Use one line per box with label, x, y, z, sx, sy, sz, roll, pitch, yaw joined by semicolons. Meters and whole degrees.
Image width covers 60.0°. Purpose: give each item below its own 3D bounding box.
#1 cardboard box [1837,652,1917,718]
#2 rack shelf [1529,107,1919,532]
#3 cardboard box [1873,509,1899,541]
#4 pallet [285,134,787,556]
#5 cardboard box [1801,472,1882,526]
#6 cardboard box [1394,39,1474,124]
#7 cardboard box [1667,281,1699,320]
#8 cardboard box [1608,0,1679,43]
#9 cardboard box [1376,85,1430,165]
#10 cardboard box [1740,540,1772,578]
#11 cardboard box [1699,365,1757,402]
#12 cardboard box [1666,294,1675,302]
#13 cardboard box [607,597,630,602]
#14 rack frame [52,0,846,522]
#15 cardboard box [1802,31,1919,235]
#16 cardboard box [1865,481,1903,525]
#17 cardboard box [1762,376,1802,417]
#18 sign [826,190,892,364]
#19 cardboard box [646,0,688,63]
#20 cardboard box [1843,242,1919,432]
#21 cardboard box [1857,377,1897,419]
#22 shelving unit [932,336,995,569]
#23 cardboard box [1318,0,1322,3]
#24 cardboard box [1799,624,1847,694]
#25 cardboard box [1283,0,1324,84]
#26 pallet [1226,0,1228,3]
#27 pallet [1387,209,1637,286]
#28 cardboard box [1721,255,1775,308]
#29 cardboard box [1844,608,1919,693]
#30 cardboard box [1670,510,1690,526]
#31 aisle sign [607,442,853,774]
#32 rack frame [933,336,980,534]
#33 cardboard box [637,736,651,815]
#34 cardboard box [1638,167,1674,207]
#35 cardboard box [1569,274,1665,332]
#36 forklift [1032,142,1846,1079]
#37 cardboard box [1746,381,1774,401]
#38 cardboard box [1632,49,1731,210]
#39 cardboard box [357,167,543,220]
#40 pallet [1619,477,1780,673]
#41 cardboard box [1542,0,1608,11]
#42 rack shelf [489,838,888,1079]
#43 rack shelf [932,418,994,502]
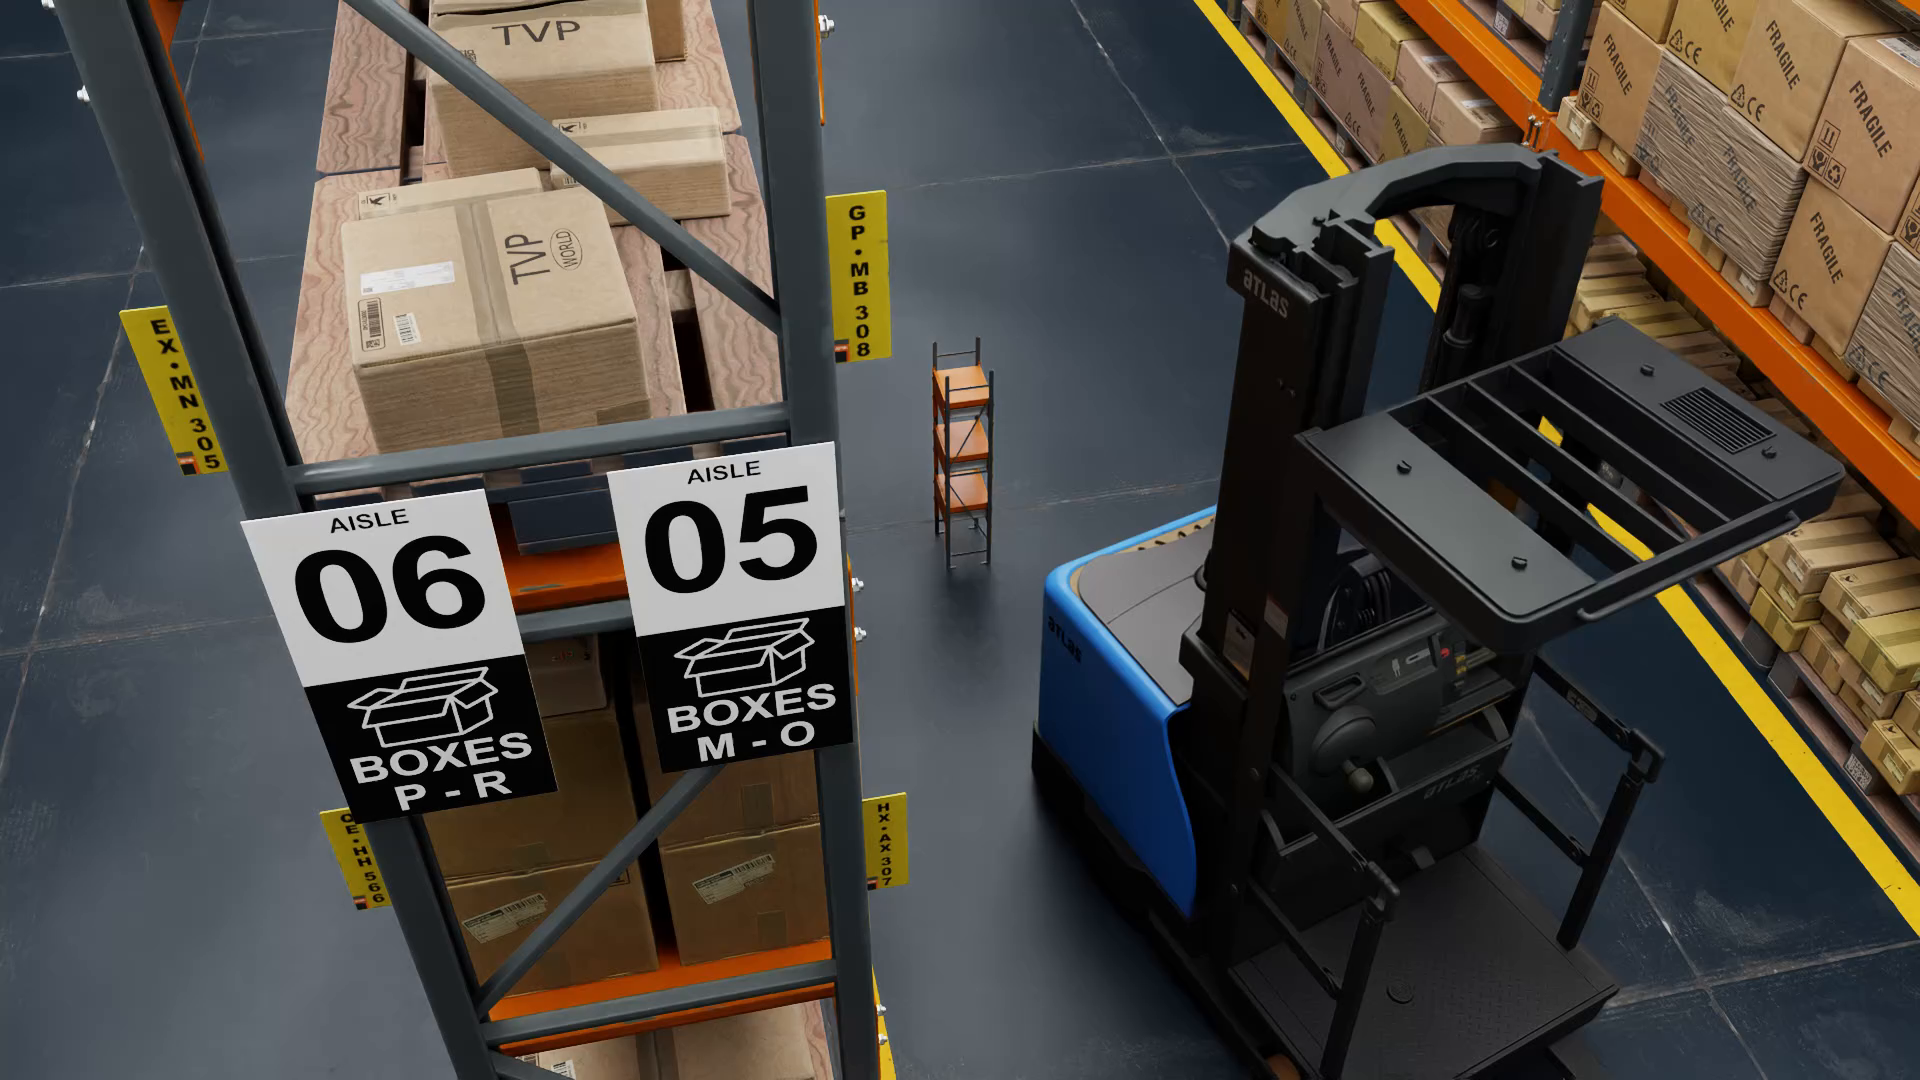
cardboard box;3.593;0.504;6.312;0.380;0.149;0.250;-10;43;-11
rack shelf;3.668;-0.684;6.584;1.077;0.370;4.000;-8;42;-9
cardboard box;3.896;-0.077;6.966;0.380;0.149;0.250;-6;42;-7
pallet;-0.882;-0.450;3.586;1.003;0.211;1.213;-8;42;-9
cardboard box;3.505;-0.127;6.799;0.380;0.149;0.250;-10;43;-11
cardboard box;2.731;-2.534;9.128;0.500;0.250;0.500;-6;42;-7
cardboard box;3.661;-1.209;8.018;0.380;0.149;0.250;-8;42;-9
cardboard box;3.096;-2.444;6.973;0.500;0.500;0.500;-7;42;-8
cardboard box;2.720;-2.248;9.371;0.500;0.500;0.500;-9;42;-10
cardboard box;3.432;0.001;6.878;0.380;0.149;0.250;-6;42;-7
cardboard box;3.267;-0.623;7.357;0.380;0.149;0.250;-7;42;-8
cardboard box;3.685;-1.119;8.140;0.380;0.149;0.250;-10;43;-11
cardboard box;-0.644;0.035;3.916;0.380;0.149;0.250;-7;42;-8
rack frame;-0.712;-1.125;2.021;1.000;3.000;0.127;-8;42;-9
cardboard box;3.411;-1.447;5.849;0.500;0.500;0.500;-10;43;-11
cardboard box;4.015;-0.208;6.890;0.380;0.149;0.250;-8;42;-9
cardboard box;3.851;-0.707;7.452;0.380;0.149;0.250;-10;43;-11
sign;-0.168;-0.436;2.785;0.100;0.325;0.005;-8;42;-9
cardboard box;-1.000;-1.564;4.307;0.500;0.500;0.500;-8;42;-9
cardboard box;3.527;-0.721;5.785;0.500;0.500;0.500;-8;42;-9
cardboard box;3.562;-0.581;6.116;0.380;0.149;0.250;-10;43;-11
shelving unit;0.012;-0.358;7.144;0.215;1.050;0.252;-8;42;-9
cardboard box;2.395;-3.534;10.256;0.500;0.250;0.500;-9;42;-10
cardboard box;3.589;0.447;6.599;0.380;0.149;0.250;-8;42;-9
cardboard box;2.389;-3.244;10.493;0.500;0.500;0.500;-8;42;-9
pallet;2.277;-4.321;12.241;1.003;0.211;1.213;-8;42;-9
pallet;3.067;-1.711;9.300;1.003;0.211;1.213;-8;42;-9
cardboard box;3.310;-1.078;6.676;0.380;0.149;0.250;-7;42;-7
cardboard box;3.560;0.403;6.202;0.380;0.149;0.250;-9;42;-10
cardboard box;3.321;-0.223;7.354;0.380;0.149;0.250;-9;42;-10
aisle sign;-0.413;0.151;3.144;0.394;0.787;0.004;-8;42;-9
rack frame;-0.015;-0.437;7.233;0.200;1.050;0.008;-8;42;-9
cardboard box;-1.168;0.479;4.658;0.500;0.500;0.500;-9;42;-10
cardboard box;3.215;-1.603;7.267;0.380;0.149;0.250;-10;43;-11
cardboard box;3.110;-1.123;7.920;0.380;0.149;0.250;-6;42;-7
forklift;1.438;0.512;4.747;1.130;2.935;3.031;-20;46;-22
cardboard box;3.793;-0.609;7.565;0.380;0.149;0.250;-7;42;-8
cardboard box;3.211;-1.721;6.912;0.500;0.500;0.500;-8;42;-9
cardboard box;-1.065;-0.643;3.535;0.380;0.149;0.250;-11;43;-13
pallet;3.683;0.016;7.354;1.003;0.211;1.213;-8;42;-9
cardboard box;2.958;-2.653;7.910;0.380;0.149;0.250;-7;42;-8
rack shelf;-1.143;0.091;5.712;1.077;0.370;4.000;-8;42;-9
rack shelf;0.012;-0.350;7.151;0.215;0.259;0.240;-8;42;-9
